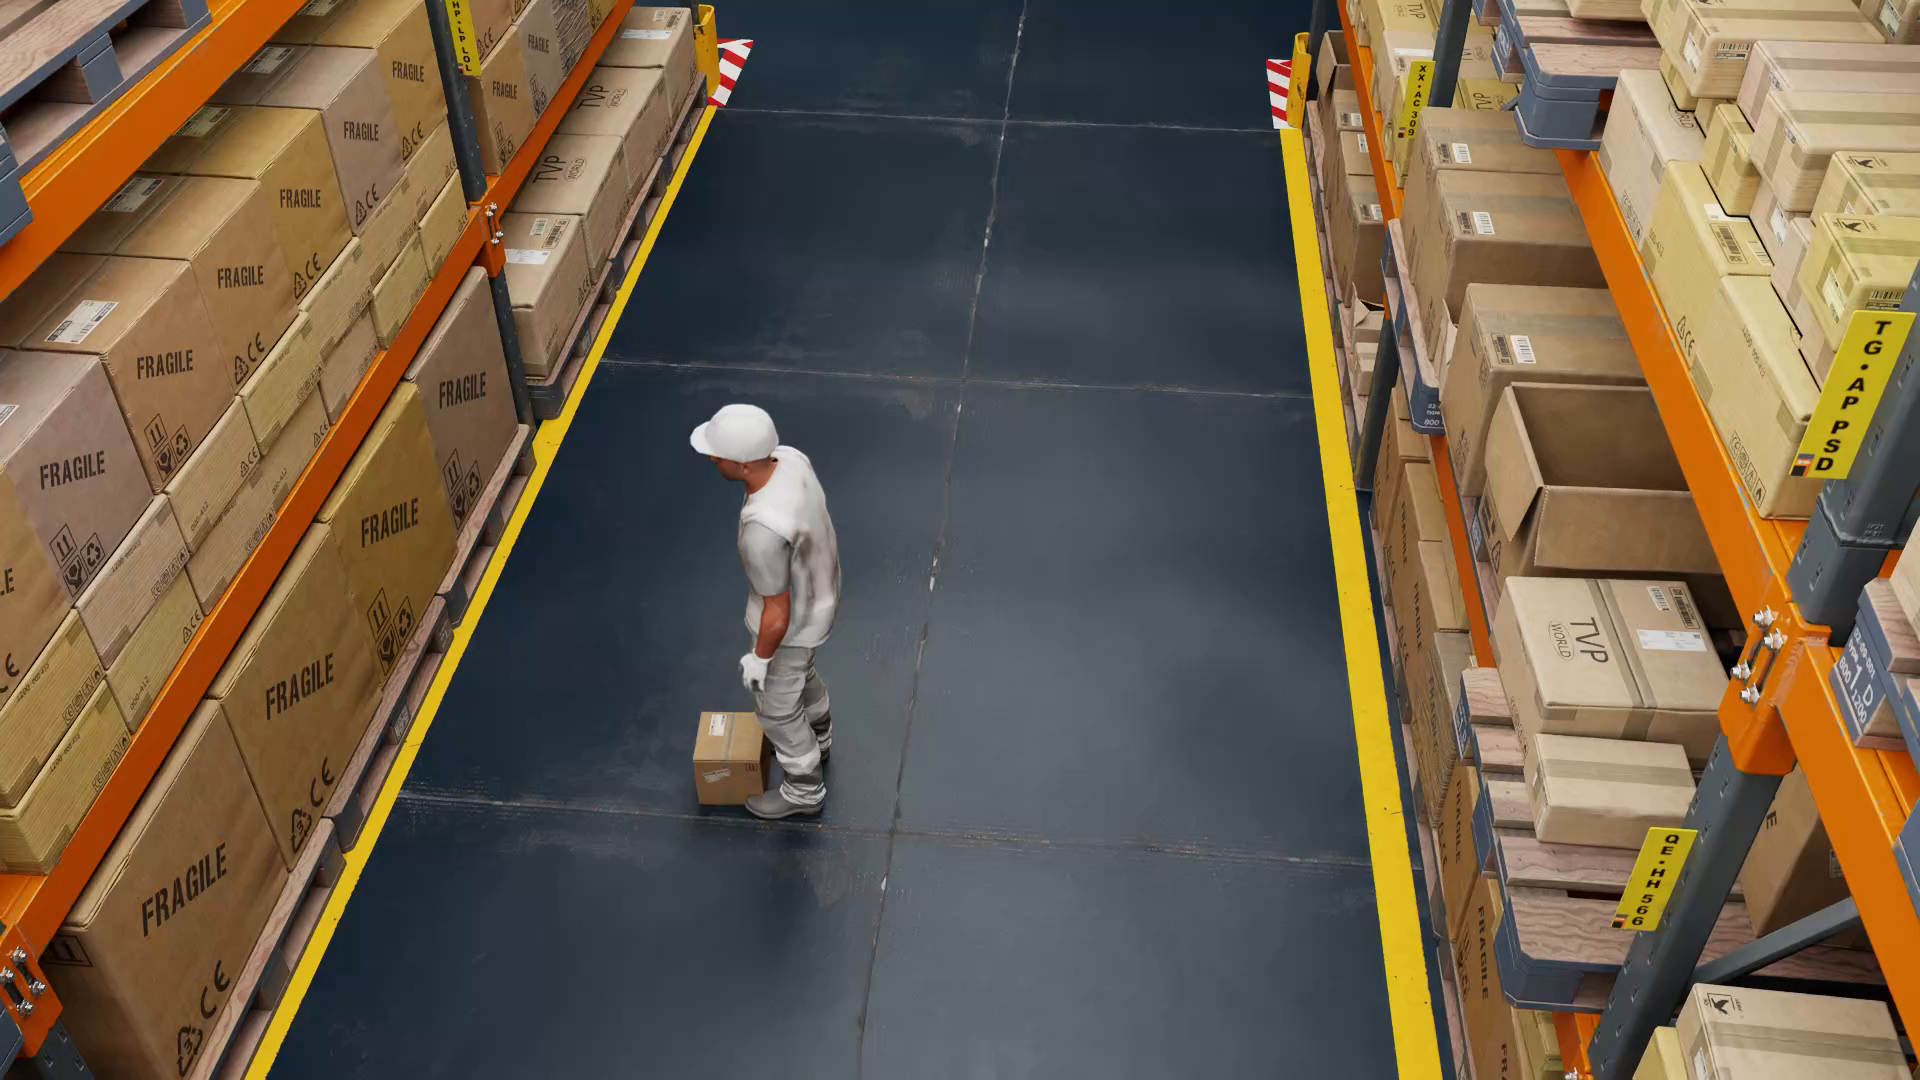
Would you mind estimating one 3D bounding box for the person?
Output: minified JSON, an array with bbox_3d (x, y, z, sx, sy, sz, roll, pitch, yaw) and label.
[{"bbox_3d":[-0.639,0.257,5.834,0.448,1.780,0.608,3,40,4],"label":"person"}]
